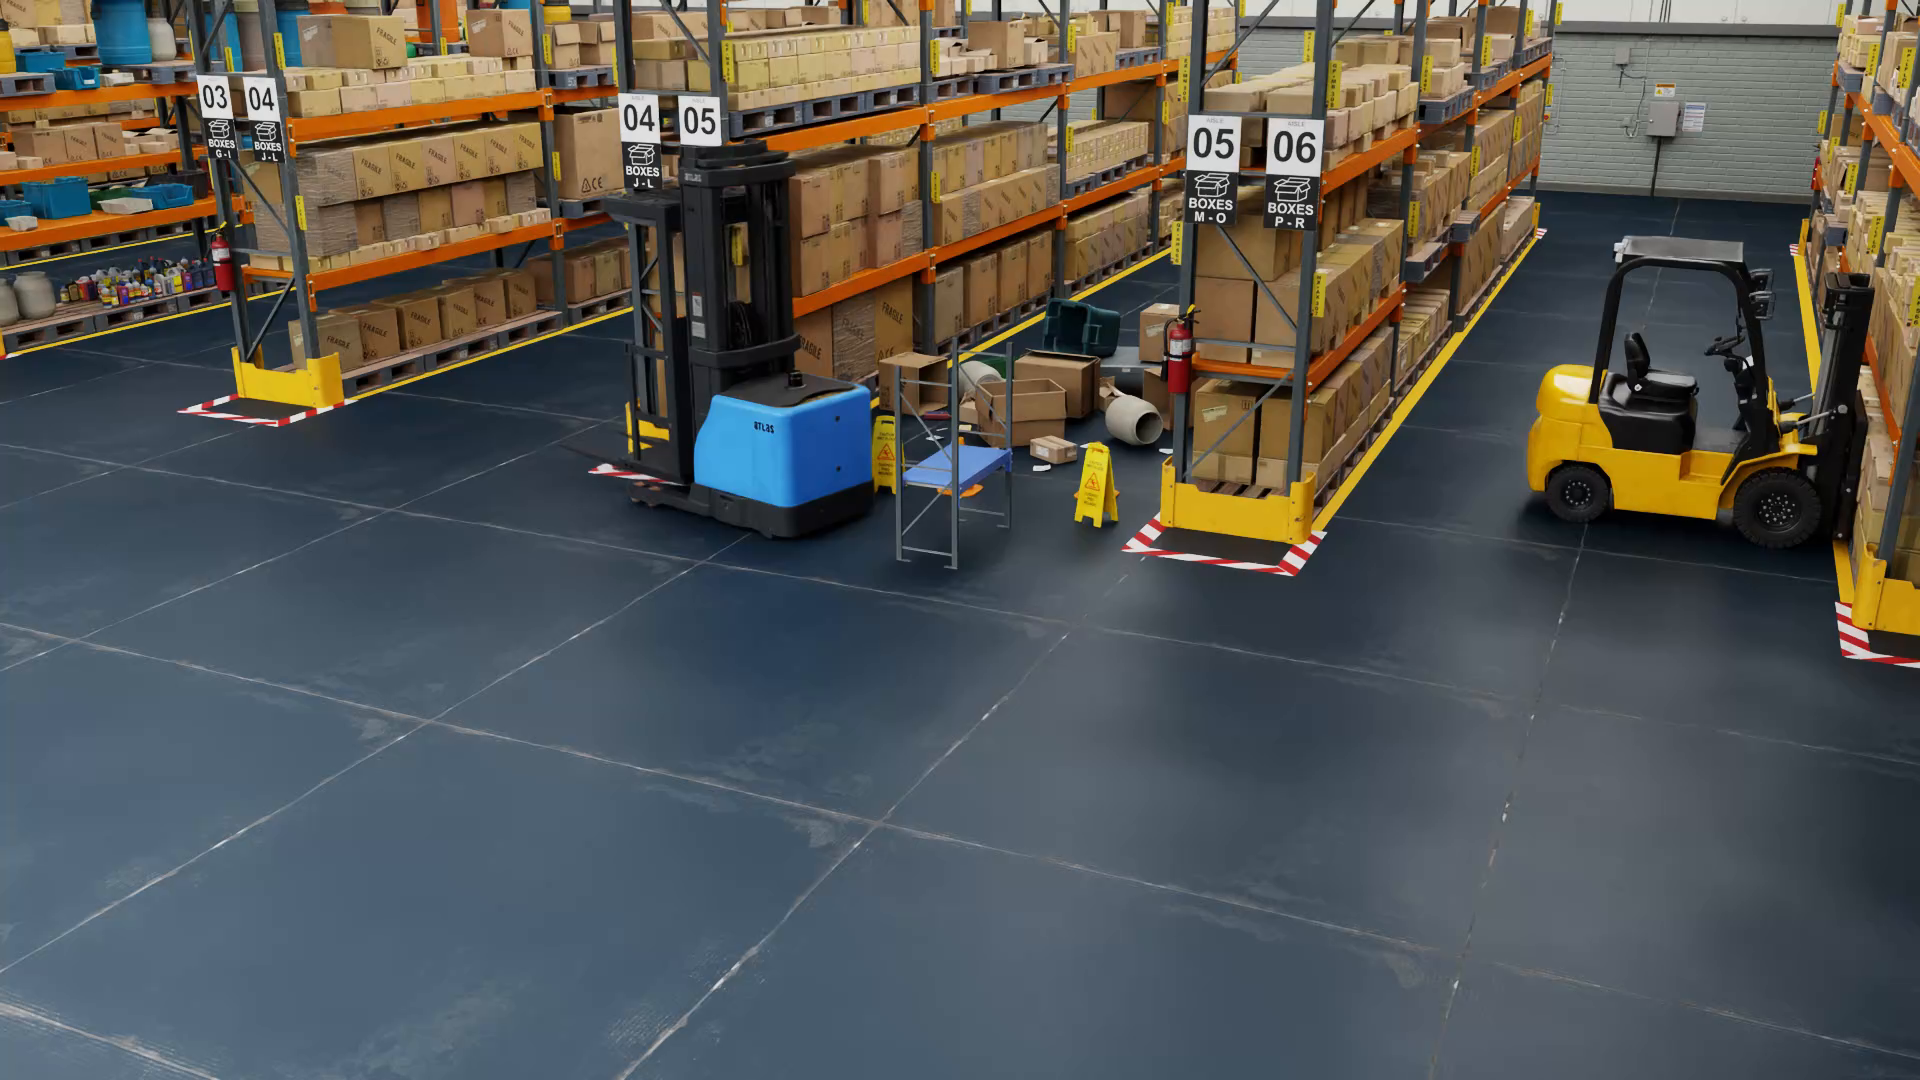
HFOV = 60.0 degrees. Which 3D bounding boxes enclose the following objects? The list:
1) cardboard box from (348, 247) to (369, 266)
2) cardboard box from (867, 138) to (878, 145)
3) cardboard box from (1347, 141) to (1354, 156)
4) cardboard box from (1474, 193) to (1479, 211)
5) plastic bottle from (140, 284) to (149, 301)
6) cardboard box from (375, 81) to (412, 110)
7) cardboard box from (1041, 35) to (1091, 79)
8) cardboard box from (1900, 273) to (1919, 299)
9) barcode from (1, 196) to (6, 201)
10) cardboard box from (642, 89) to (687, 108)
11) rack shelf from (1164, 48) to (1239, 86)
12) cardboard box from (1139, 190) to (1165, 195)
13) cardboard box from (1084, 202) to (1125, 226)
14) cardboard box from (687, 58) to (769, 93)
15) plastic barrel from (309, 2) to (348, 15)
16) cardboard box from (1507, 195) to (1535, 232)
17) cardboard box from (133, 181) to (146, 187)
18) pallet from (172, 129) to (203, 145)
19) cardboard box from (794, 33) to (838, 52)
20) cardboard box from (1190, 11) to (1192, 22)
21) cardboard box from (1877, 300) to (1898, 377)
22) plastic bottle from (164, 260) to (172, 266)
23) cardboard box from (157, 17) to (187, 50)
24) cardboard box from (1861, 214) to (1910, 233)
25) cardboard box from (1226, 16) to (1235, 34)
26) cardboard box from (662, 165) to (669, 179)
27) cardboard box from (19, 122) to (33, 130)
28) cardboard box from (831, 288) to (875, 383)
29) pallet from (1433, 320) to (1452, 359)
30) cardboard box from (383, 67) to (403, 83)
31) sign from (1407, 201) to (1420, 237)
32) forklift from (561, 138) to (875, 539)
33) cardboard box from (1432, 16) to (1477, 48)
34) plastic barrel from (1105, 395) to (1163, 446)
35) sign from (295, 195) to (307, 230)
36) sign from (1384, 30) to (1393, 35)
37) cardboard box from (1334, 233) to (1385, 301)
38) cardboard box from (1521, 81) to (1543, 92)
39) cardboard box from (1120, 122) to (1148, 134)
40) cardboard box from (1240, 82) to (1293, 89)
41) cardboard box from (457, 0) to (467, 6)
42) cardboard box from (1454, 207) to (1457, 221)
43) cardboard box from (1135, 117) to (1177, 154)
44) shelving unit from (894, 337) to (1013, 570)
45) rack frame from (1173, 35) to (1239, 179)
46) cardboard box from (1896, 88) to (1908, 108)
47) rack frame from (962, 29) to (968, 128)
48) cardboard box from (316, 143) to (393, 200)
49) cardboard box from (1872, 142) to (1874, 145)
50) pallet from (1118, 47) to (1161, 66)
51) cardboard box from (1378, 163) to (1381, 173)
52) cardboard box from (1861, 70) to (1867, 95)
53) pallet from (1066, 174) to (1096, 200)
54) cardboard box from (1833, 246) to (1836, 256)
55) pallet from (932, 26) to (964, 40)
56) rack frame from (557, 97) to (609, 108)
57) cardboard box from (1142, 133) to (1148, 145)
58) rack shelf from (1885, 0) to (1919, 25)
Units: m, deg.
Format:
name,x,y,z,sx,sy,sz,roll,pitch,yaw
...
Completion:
name,x,y,z,sx,sy,sz,roll,pitch,yaw
cardboard box,-6.317,-2.924,17.090,0.380,0.149,0.250,9,21,23
cardboard box,-1.548,-6.435,26.961,0.380,0.149,0.250,9,21,23
cardboard box,2.936,-3.162,13.281,0.380,0.149,0.250,8,21,21
cardboard box,6.054,-4.130,20.328,0.500,0.250,0.500,8,21,21
plastic bottle,-10.157,-3.086,20.688,0.097,0.201,0.097,0,20,0
cardboard box,-6.042,-4.604,17.185,0.500,0.250,0.500,8,21,22
cardboard box,1.349,-6.173,21.223,0.500,0.500,0.500,9,21,23
cardboard box,7.070,-1.836,12.092,0.380,0.149,0.250,9,21,24
barcode,-13.801,-4.926,23.984,0.001,0.075,0.075,9,21,23
cardboard box,-2.576,-3.817,14.346,0.380,0.149,0.250,9,21,23
rack shelf,3.330,-7.483,26.129,1.077,0.370,4.000,9,21,23
cardboard box,3.088,-5.546,26.827,0.380,0.149,0.250,9,21,23
cardboard box,2.010,-4.589,23.381,0.500,0.250,0.500,8,21,20
cardboard box,-1.972,-3.969,14.179,0.500,0.250,0.500,9,21,23
plastic barrel,-8.932,-7.160,23.507,0.600,0.830,0.708,9,21,23
cardboard box,8.527,-5.147,26.161,0.875,0.438,0.875,8,21,21
cardboard box,-13.130,-5.693,27.139,0.500,0.311,0.500,9,22,25
pallet,-12.434,-6.772,27.822,1.213,0.211,1.003,9,21,23
cardboard box,-1.350,-4.569,15.273,0.380,0.149,0.250,9,21,23
cardboard box,3.433,-8.014,25.432,0.380,0.149,0.250,10,22,25
cardboard box,7.272,-1.503,12.569,0.500,0.500,0.500,9,21,23
plastic bottle,-10.405,-3.527,21.817,0.152,0.276,0.135,9,22,25
cardboard box,-12.499,-8.244,27.048,0.910,0.500,0.500,9,21,23
cardboard box,8.793,-2.997,15.802,0.380,0.149,0.250,8,21,21
cardboard box,4.192,-8.422,27.175,0.500,0.250,0.500,8,21,21
cardboard box,-4.048,-4.873,21.769,0.396,0.266,0.258,8,21,21
cardboard box,-16.711,-7.360,29.533,0.380,0.149,0.250,9,21,23
cardboard box,-1.452,-2.089,16.911,0.875,0.875,0.875,9,21,23
pallet,5.109,-2.373,19.327,1.003,0.211,1.213,9,21,23
cardboard box,-6.000,-4.816,17.186,0.380,0.149,0.250,8,21,20
sign,4.290,-3.039,15.745,0.100,0.325,0.005,9,21,23
forklift,-2.150,-1.777,13.592,3.031,2.935,1.130,16,25,37
cardboard box,6.443,-6.577,21.734,0.500,0.500,0.500,8,21,22
plastic barrel,1.619,-1.106,15.446,0.421,0.421,0.512,-9,22,-24
sign,-6.392,-3.173,16.124,0.100,0.325,0.005,9,21,23
sign,4.927,-5.699,19.150,0.100,0.325,0.005,9,21,23
cardboard box,3.424,-2.403,14.655,0.500,0.500,0.500,9,22,24
cardboard box,8.631,-6.887,25.247,0.380,0.149,0.250,8,21,22
cardboard box,2.524,-6.007,24.244,0.380,0.149,0.250,10,22,25
cardboard box,2.403,-3.519,13.096,0.380,0.149,0.250,9,21,23
cardboard box,-9.956,-10.555,32.053,0.700,0.500,0.500,9,21,23
cardboard box,5.294,-3.622,18.425,0.380,0.149,0.250,7,21,20
cardboard box,2.943,-6.101,25.054,0.500,0.500,0.500,8,21,22
shelving unit,-0.035,-0.681,12.644,0.538,1.500,1.048,9,21,23
rack frame,4.149,-7.020,28.231,1.000,3.000,0.127,9,21,23
cardboard box,8.396,-3.894,14.322,0.500,0.311,0.500,8,21,21
rack frame,-0.335,-7.731,30.231,1.000,3.000,0.127,9,21,23
cardboard box,-6.202,-3.781,17.039,0.500,0.500,0.500,9,21,23
cardboard box,13.290,-5.584,23.973,0.500,0.250,0.500,9,22,24
pallet,2.161,-6.948,23.832,1.213,0.211,1.003,9,21,23
cardboard box,4.136,-3.865,17.173,0.380,0.149,0.250,8,21,20
cardboard box,10.359,-5.085,18.539,0.500,0.250,0.500,9,21,23
pallet,1.067,-4.716,22.040,1.213,0.211,1.003,9,21,23
cardboard box,11.165,-3.626,20.824,0.380,0.149,0.250,8,21,21
pallet,-0.629,-8.874,29.102,1.003,0.211,1.213,9,21,23
rack frame,-6.492,-7.188,28.704,1.000,3.000,0.127,9,21,23
cardboard box,2.528,-5.868,24.296,0.380,0.149,0.250,9,22,24
rack shelf,9.141,-4.934,15.082,1.077,0.370,4.000,9,21,23
